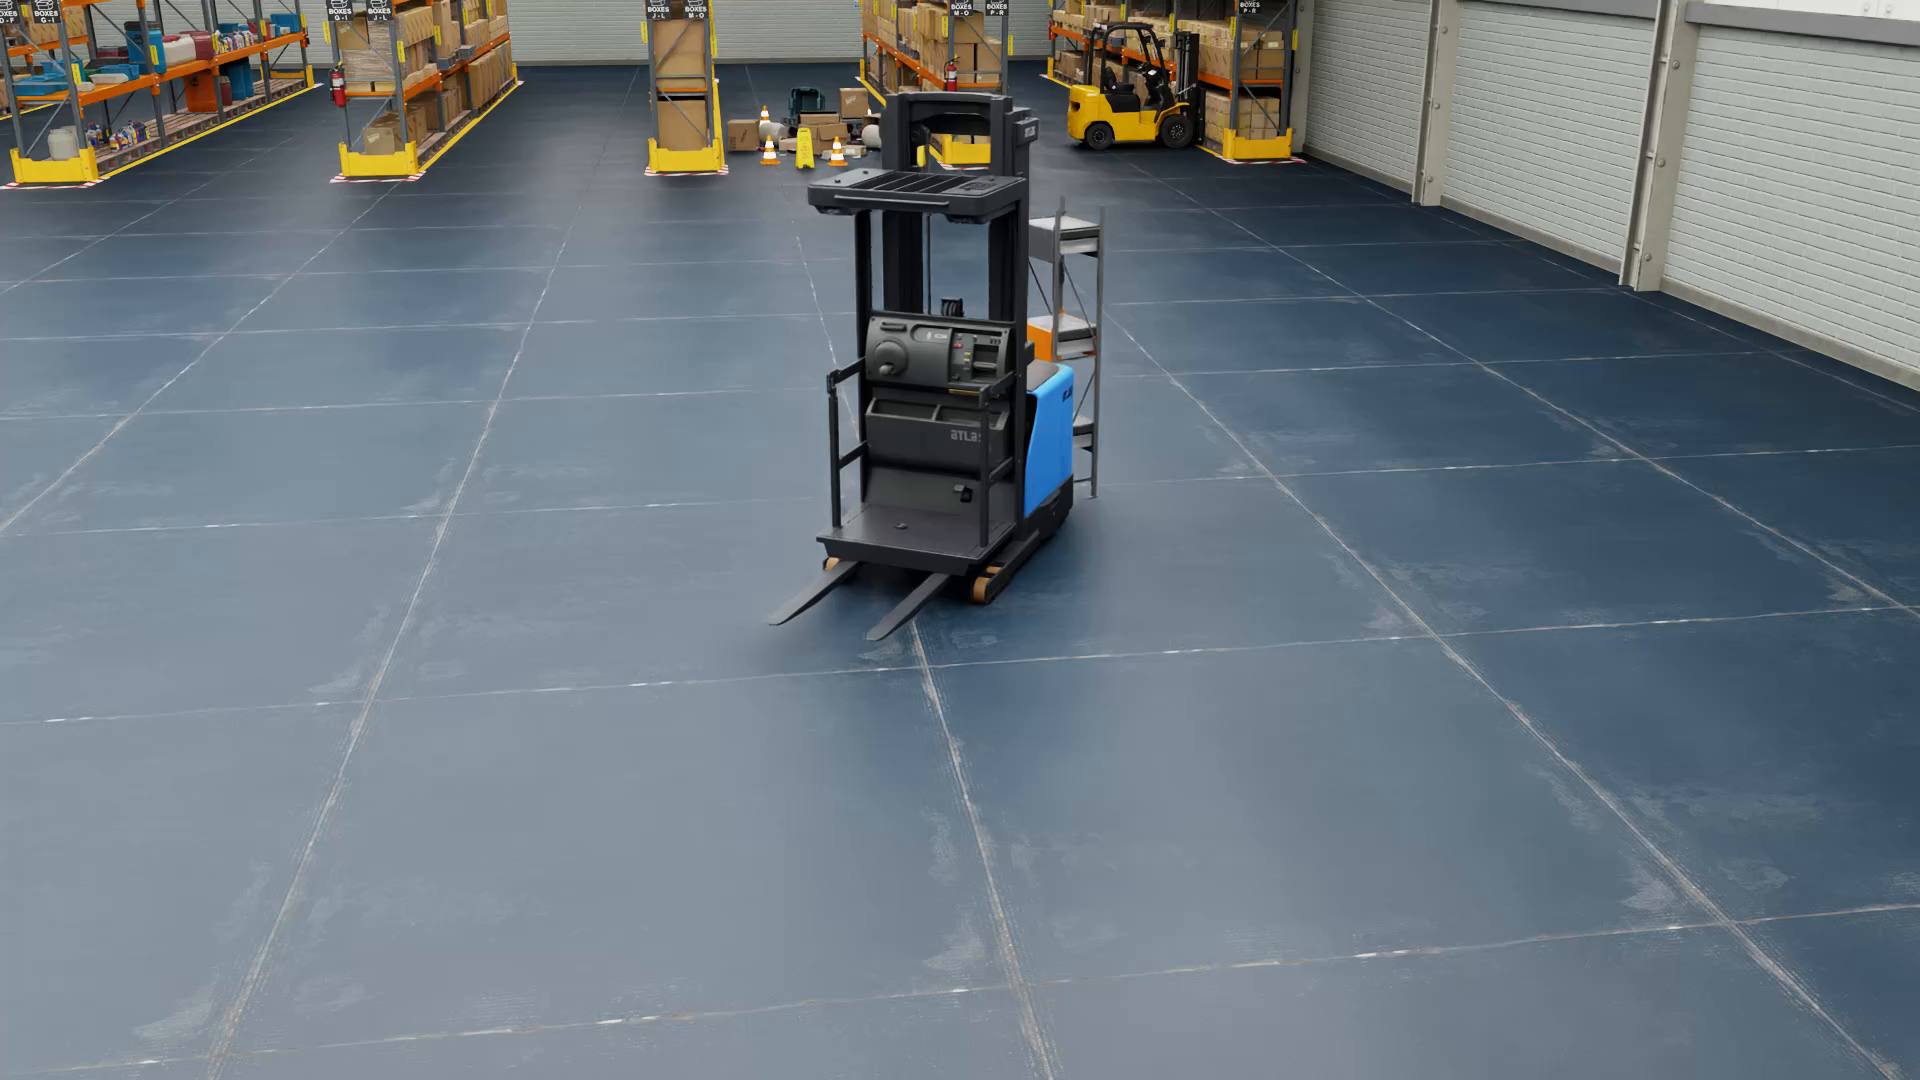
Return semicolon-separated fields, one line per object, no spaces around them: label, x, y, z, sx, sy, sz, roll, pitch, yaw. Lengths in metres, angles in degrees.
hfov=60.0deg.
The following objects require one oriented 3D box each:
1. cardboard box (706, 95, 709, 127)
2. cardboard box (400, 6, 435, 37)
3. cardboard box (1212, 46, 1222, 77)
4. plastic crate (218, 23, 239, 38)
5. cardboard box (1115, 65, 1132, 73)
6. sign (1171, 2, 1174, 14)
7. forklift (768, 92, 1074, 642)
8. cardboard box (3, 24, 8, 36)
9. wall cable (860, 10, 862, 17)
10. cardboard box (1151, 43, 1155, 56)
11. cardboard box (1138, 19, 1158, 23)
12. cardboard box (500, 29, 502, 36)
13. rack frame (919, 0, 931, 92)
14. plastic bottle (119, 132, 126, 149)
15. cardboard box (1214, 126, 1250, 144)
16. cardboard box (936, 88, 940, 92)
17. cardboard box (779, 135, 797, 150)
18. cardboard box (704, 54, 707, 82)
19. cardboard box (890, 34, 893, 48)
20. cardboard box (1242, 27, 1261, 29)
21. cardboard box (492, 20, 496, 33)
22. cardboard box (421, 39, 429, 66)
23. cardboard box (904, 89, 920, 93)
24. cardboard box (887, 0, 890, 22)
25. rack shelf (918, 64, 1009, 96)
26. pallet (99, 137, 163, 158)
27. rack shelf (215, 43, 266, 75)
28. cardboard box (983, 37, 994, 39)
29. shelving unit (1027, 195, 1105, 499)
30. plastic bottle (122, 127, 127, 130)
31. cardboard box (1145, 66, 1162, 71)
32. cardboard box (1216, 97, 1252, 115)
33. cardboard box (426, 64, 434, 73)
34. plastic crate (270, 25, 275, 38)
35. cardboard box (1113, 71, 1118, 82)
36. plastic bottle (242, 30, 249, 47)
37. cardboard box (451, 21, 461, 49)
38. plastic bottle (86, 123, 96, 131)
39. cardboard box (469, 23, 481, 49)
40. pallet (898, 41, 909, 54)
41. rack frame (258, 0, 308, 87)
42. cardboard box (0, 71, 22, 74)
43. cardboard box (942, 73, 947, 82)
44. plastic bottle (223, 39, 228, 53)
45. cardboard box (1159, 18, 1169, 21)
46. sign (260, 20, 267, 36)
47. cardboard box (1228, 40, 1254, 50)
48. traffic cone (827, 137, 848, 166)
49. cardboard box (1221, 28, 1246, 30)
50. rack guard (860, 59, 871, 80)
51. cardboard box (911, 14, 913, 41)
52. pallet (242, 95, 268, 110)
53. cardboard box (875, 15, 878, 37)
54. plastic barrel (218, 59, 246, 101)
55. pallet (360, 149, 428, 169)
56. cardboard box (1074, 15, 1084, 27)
cardboard box;-5.337;-8.351;31.904;1.050;0.750;0.750;-3;21;-8
cardboard box;-9.744;-9.296;29.820;0.500;0.500;0.500;-3;21;-8
cardboard box;4.817;-8.534;29.634;0.500;0.500;0.500;-2;21;-6
plastic crate;-16.541;-11.468;37.571;0.392;0.384;0.575;-3;21;-8
cardboard box;3.668;-10.500;37.088;0.380;0.149;0.250;-4;21;-11
sign;4.609;-11.491;36.040;0.100;0.325;0.005;-3;21;-8
forklift;-0.218;-1.147;10.099;1.130;2.935;3.031;8;22;20
cardboard box;-21.364;-11.261;36.938;0.500;0.500;0.500;-3;21;-7
wall cable;-2.841;-15.879;47.948;0.585;1.953;0.123;-3;21;-8
cardboard box;4.186;-9.973;33.844;0.500;0.250;0.500;-3;21;-7
cardboard box;3.967;-10.875;34.976;0.380;0.149;0.250;-3;21;-7
cardboard box;-11.214;-12.184;39.910;0.380;0.149;0.250;-3;21;-7
rack frame;-0.275;-9.283;31.783;1.000;3.000;0.127;-3;21;-8
plastic bottle;-14.423;-6.873;28.601;0.097;0.271;0.097;0;20;0
cardboard box;4.833;-7.205;29.549;0.500;0.250;0.500;-3;21;-7
cardboard box;-0.224;-7.937;29.510;0.380;0.149;0.250;-3;21;-7
cardboard box;-3.088;-7.215;30.154;0.396;0.266;0.258;1;20;2
cardboard box;-4.738;-8.199;28.667;0.875;0.550;0.550;-3;21;-8
cardboard box;-1.271;-10.936;36.422;0.500;0.250;0.500;-3;21;-7
cardboard box;5.236;-9.126;29.868;0.380;0.149;0.250;-2;21;-6
cardboard box;-11.110;-11.970;38.768;0.500;0.250;0.500;-3;21;-8
cardboard box;-10.078;-8.810;29.950;0.875;0.500;0.500;-3;21;-8
cardboard box;-0.666;-9.182;34.669;0.950;0.372;0.625;-3;21;-9
cardboard box;-1.332;-11.698;36.678;0.500;0.500;0.500;-3;21;-8
rack shelf;0.013;-8.253;30.055;1.077;0.370;4.000;-3;21;-8
pallet;-14.927;-6.992;29.635;1.003;0.211;1.213;-3;21;-8
rack shelf;-15.848;-10.274;35.464;1.077;0.370;4.000;-3;21;-8
cardboard box;0.355;-8.618;29.434;0.500;0.500;0.500;-3;21;-9
shelving unit;0.688;-1.333;11.784;0.431;2.100;0.503;-12;23;-28
plastic bottle;-14.720;-7.172;29.396;0.152;0.276;0.135;-3;21;-8
cardboard box;4.293;-10.445;36.941;0.380;0.149;0.250;-2;21;-5
cardboard box;4.838;-7.670;29.366;0.500;0.250;0.500;-2;21;-6
cardboard box;-9.733;-8.519;30.096;0.380;0.149;0.250;-3;21;-8
plastic crate;-16.174;-11.814;38.642;0.437;0.282;0.530;-3;21;-8
cardboard box;3.724;-10.254;37.357;0.500;0.500;0.500;-3;21;-9
plastic bottle;-15.680;-10.978;36.393;0.144;0.351;0.185;-3;21;-8
cardboard box;-10.361;-10.038;33.063;0.700;0.500;0.500;0;20;0
plastic bottle;-15.250;-7.133;29.183;0.144;0.351;0.185;-4;21;-10
cardboard box;-10.683;-10.926;36.038;0.500;0.500;0.500;-3;21;-8
pallet;-0.643;-10.336;34.878;1.213;0.211;1.003;-3;21;-8
rack frame;-16.712;-12.688;40.900;1.000;3.000;0.127;-3;21;-8
cardboard box;-21.401;-10.273;37.377;0.500;0.500;0.500;-3;21;-8
cardboard box;-0.110;-7.981;28.656;0.380;0.149;0.250;-3;21;-8
plastic bottle;-15.411;-10.352;34.829;0.097;0.271;0.097;0;20;0
cardboard box;4.432;-10.990;35.284;0.380;0.149;0.250;-3;21;-8
sign;-15.591;-11.460;37.216;0.100;0.325;0.005;-3;21;-8
cardboard box;4.886;-8.606;28.901;0.380;0.149;0.250;-3;21;-7
traffic cone;-2.086;-6.620;28.278;0.336;0.463;0.334;-3;21;-8
cardboard box;4.860;-9.016;29.573;0.380;0.149;0.250;-3;21;-7
rack guard;-2.008;-12.275;43.367;1.175;0.500;0.348;-3;21;-8
cardboard box;-0.710;-10.165;32.976;0.500;0.500;0.500;-2;21;-6
pallet;-16.066;-9.727;36.959;1.003;0.211;1.213;-3;21;-8
cardboard box;-1.748;-12.247;39.577;0.500;0.500;0.500;-3;21;-7
plastic barrel;-15.972;-10.082;36.323;0.600;0.901;0.708;-3;21;-8
pallet;-9.598;-6.401;28.053;1.003;0.211;1.213;-3;21;-8
cardboard box;3.081;-12.710;40.748;0.500;0.250;0.500;-3;21;-8
